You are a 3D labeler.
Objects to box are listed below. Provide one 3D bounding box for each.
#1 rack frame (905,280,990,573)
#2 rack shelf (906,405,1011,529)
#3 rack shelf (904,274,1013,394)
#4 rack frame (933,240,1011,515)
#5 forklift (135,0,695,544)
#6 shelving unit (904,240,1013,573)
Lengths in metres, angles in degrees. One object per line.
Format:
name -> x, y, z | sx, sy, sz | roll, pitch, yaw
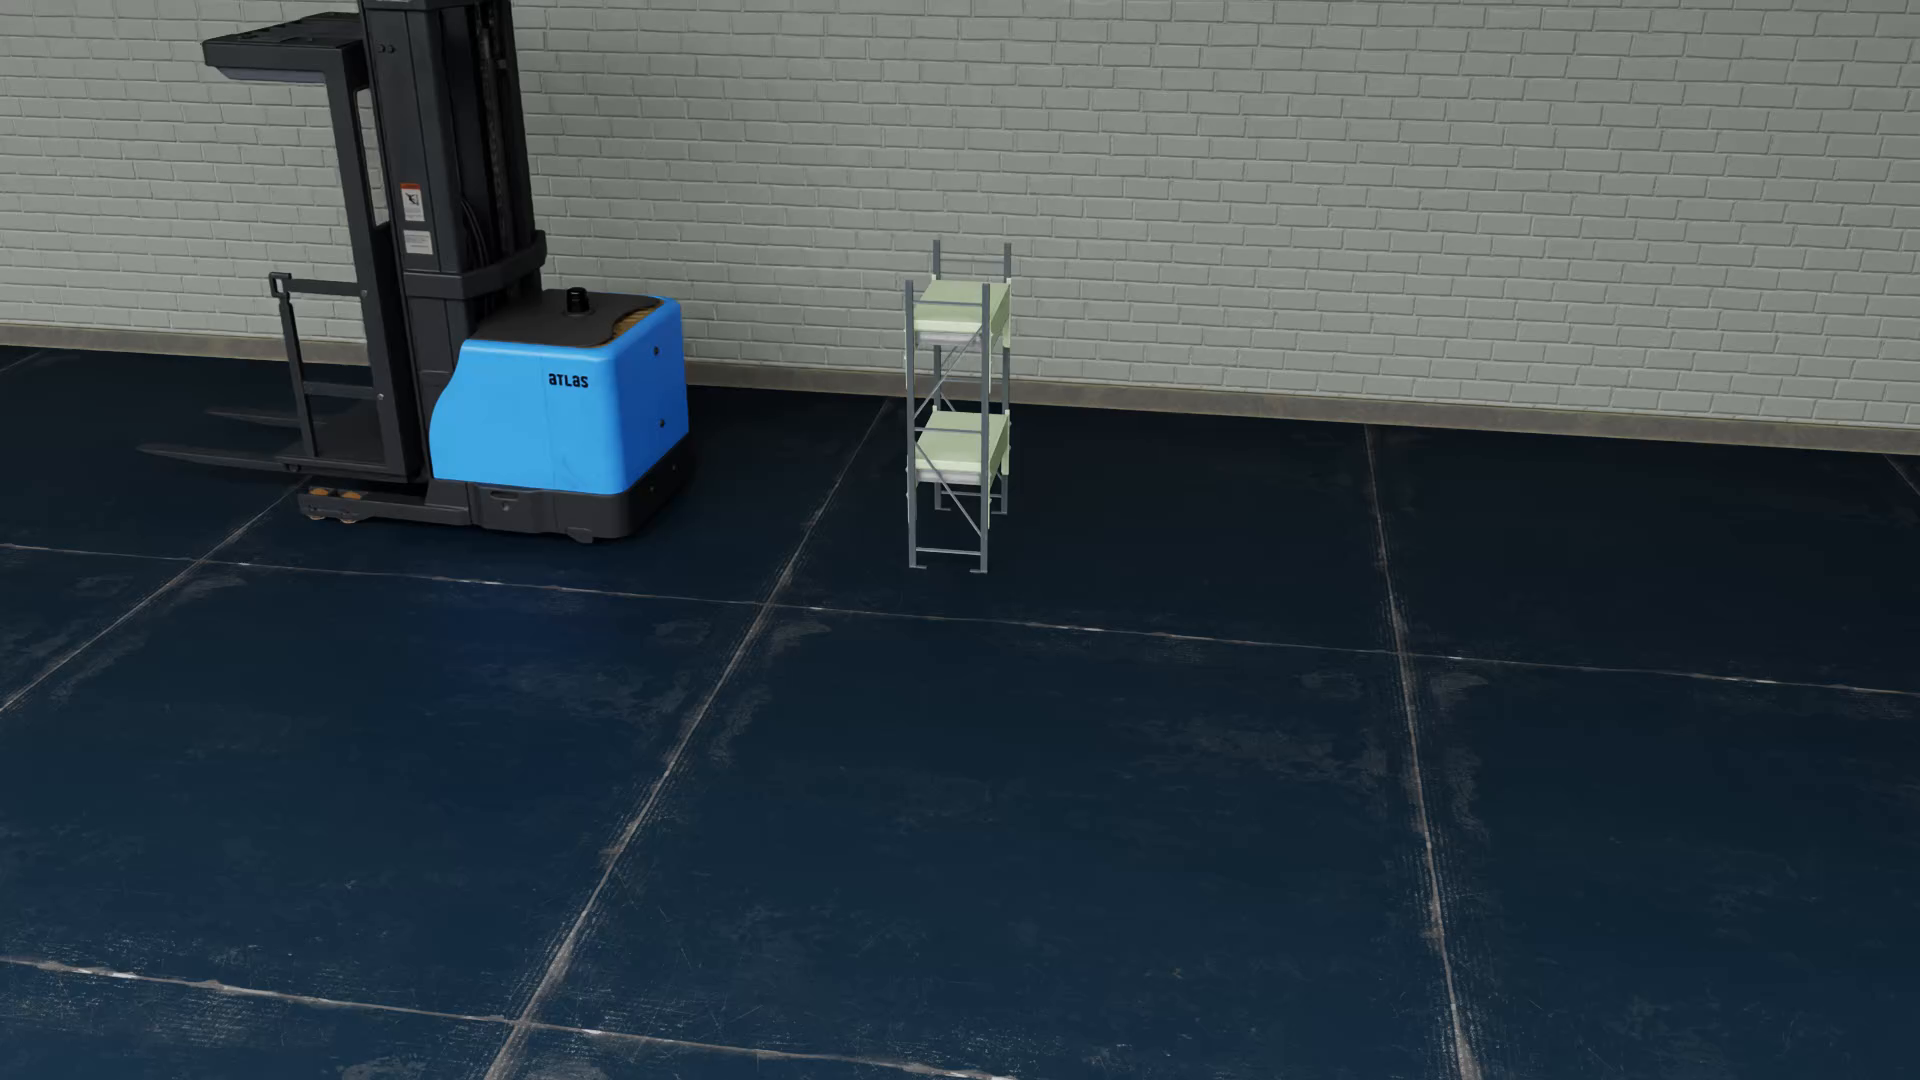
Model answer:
rack frame -> -0.059, -0.529, 8.111 | 0.400, 1.500, 0.023 | 4, 25, 9
rack shelf -> 0.001, -0.387, 8.576 | 0.431, 0.370, 0.720 | 4, 25, 9
rack shelf -> 0.001, -1.036, 8.273 | 0.431, 0.370, 0.720 | 4, 25, 9
rack frame -> 0.061, -0.835, 8.765 | 0.400, 1.500, 0.023 | 4, 25, 9
forklift -> -3.076, -1.626, 8.766 | 3.031, 2.935, 1.130 | 6, 26, 12
shelving unit -> 0.001, -0.682, 8.438 | 0.431, 1.500, 0.755 | 4, 25, 9
